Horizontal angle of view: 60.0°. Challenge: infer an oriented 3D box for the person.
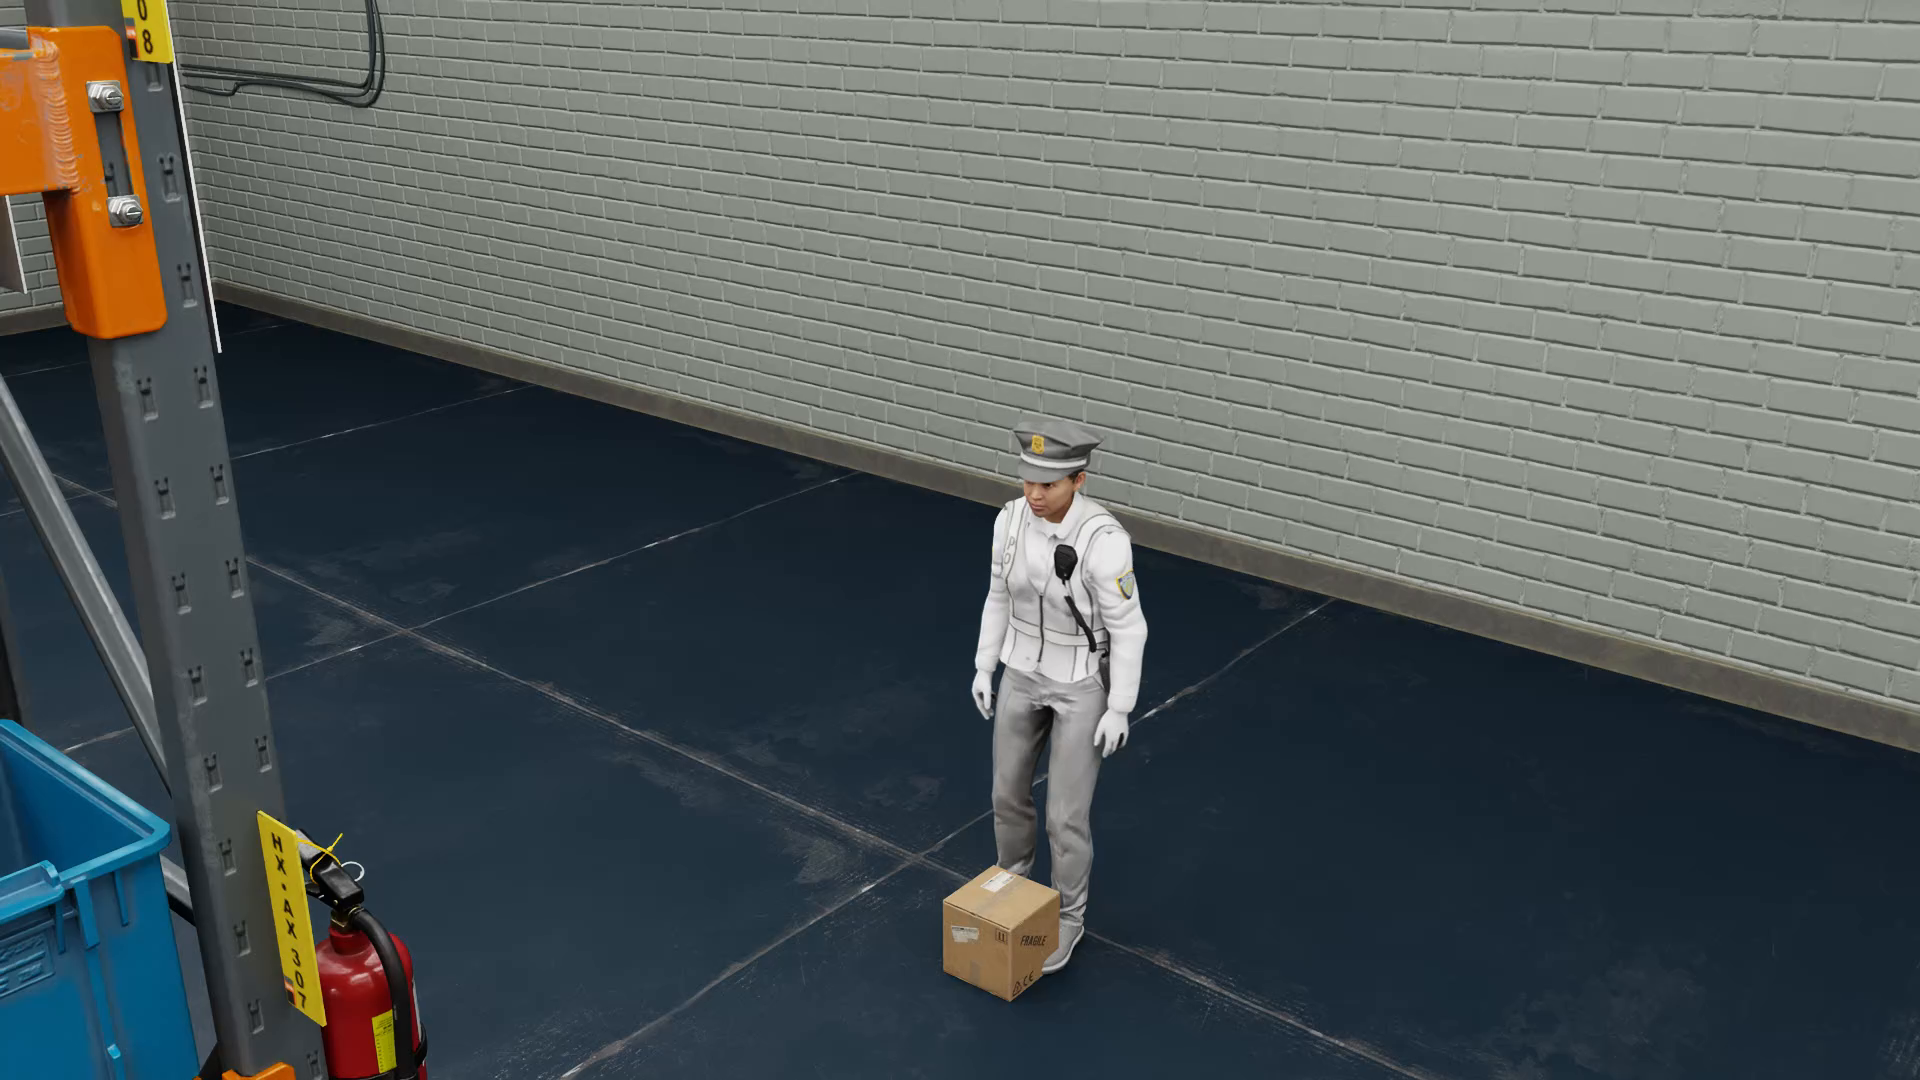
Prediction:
[{"bbox_3d":[0.265,0.445,4.866,0.547,1.666,0.410,14,25,34],"label":"person"}]
